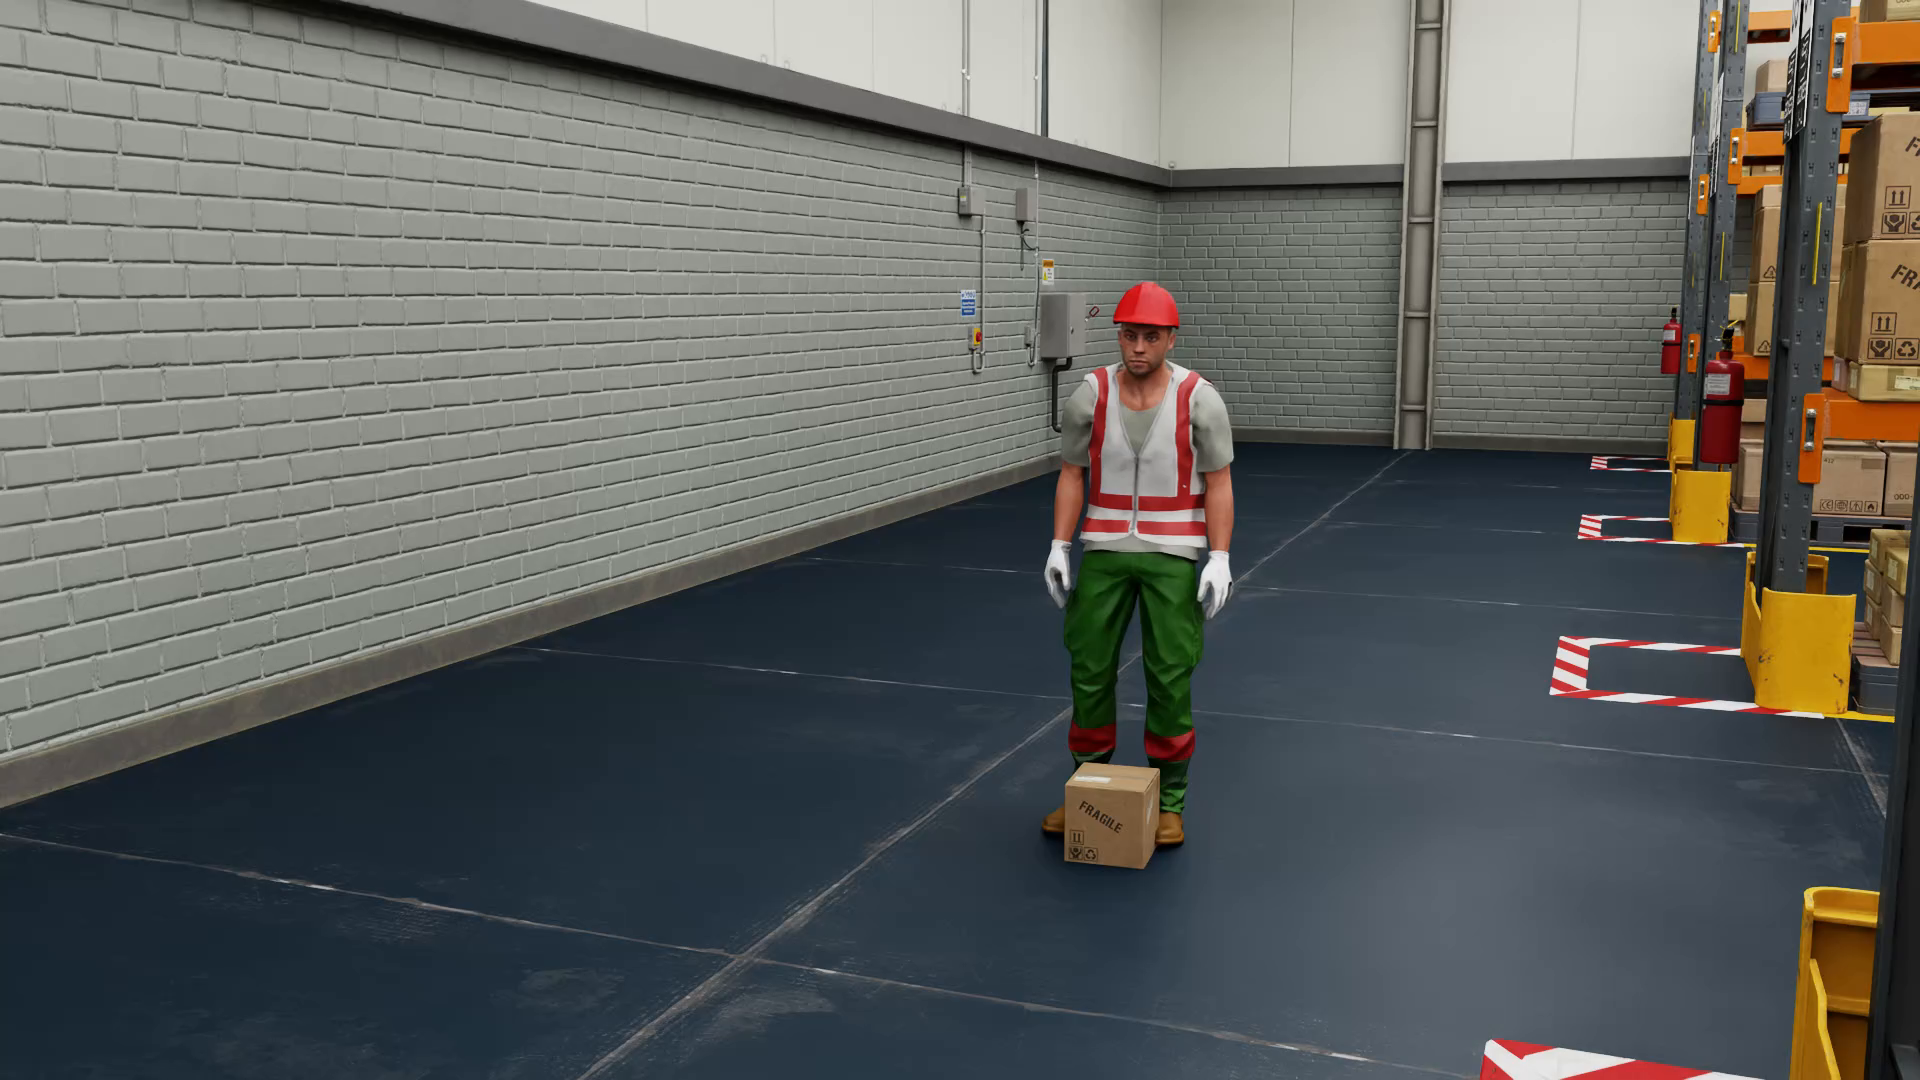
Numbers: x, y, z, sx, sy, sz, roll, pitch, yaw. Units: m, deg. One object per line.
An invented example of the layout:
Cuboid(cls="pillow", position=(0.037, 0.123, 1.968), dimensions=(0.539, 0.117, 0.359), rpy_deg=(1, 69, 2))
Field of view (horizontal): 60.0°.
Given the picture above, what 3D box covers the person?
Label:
Cuboid(cls="person", position=(0.567, 0.076, 5.303), dimensions=(0.610, 1.777, 0.452), rpy_deg=(3, 9, 18))
